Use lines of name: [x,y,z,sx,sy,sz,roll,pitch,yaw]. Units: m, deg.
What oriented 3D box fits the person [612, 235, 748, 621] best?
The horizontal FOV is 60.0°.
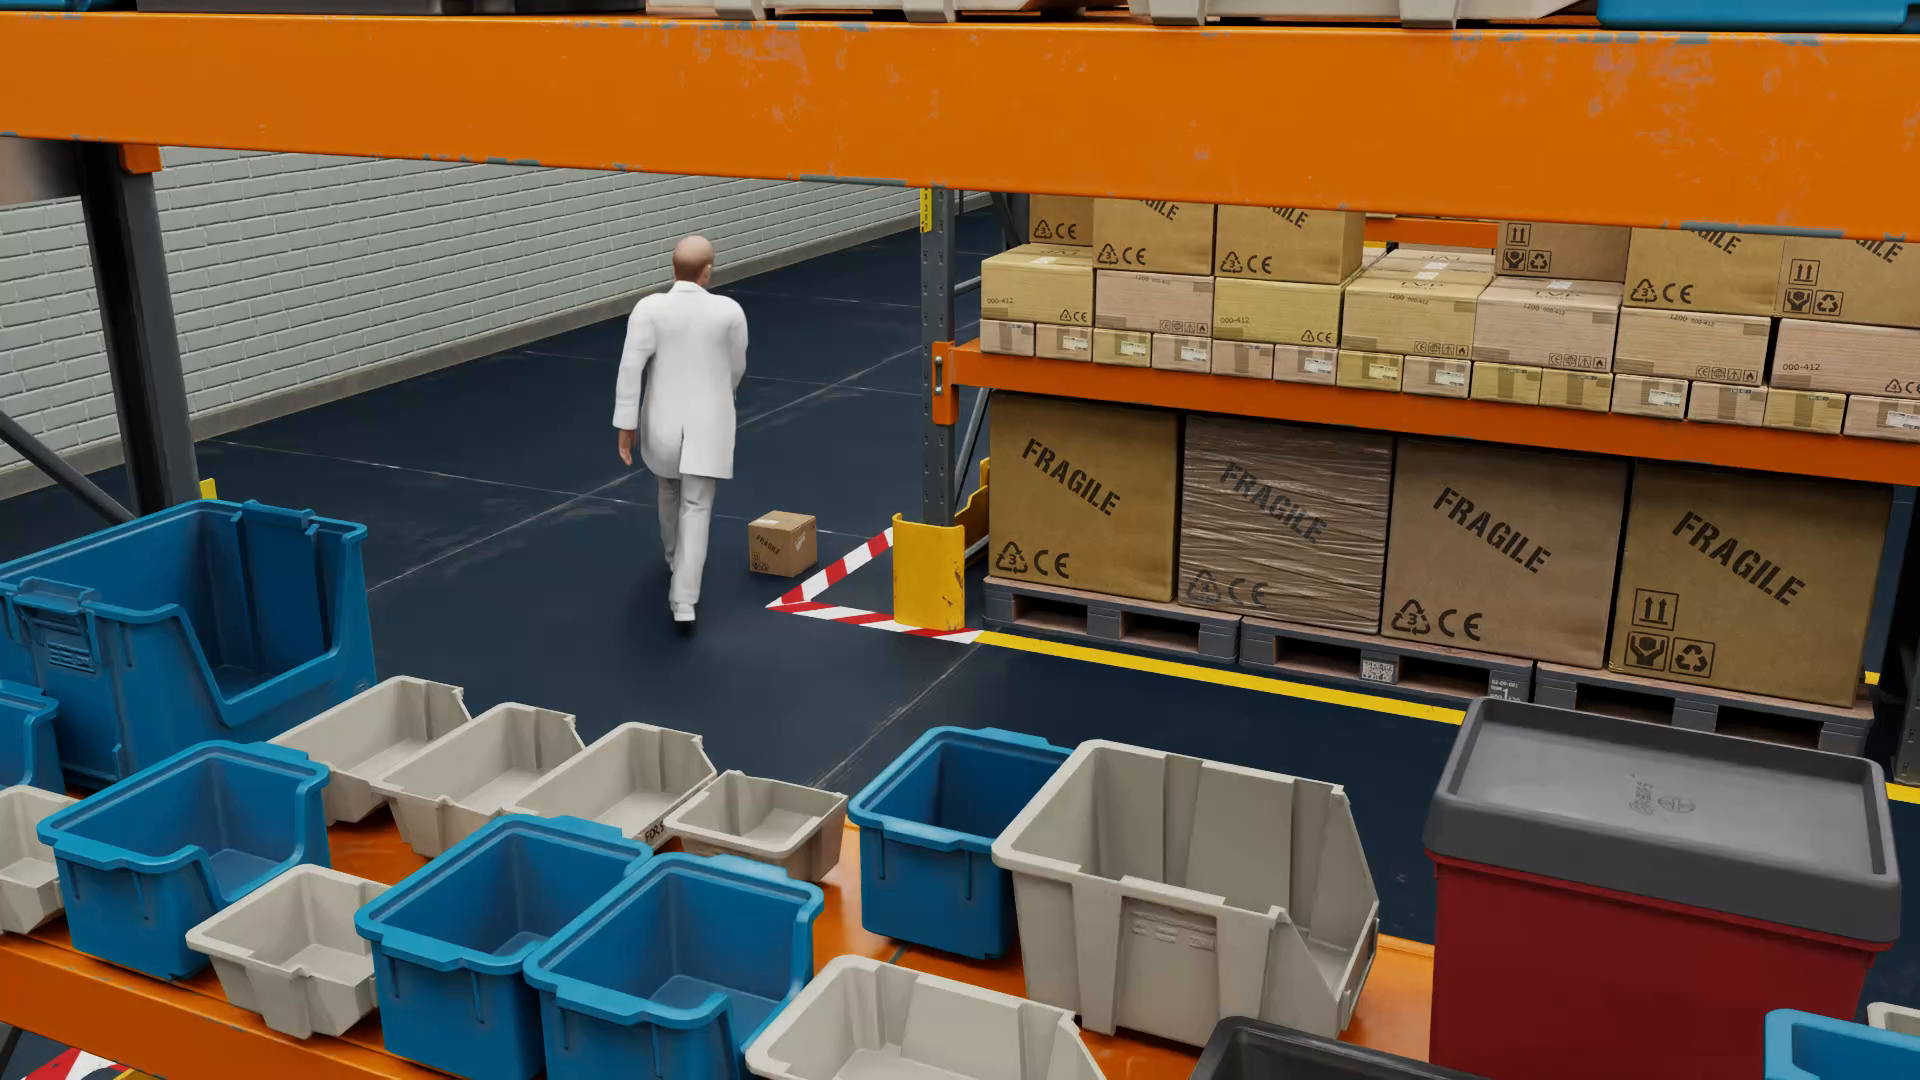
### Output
person: [-1.278,-0.576,7.793,0.618,1.711,1.109,0,19,-1]
